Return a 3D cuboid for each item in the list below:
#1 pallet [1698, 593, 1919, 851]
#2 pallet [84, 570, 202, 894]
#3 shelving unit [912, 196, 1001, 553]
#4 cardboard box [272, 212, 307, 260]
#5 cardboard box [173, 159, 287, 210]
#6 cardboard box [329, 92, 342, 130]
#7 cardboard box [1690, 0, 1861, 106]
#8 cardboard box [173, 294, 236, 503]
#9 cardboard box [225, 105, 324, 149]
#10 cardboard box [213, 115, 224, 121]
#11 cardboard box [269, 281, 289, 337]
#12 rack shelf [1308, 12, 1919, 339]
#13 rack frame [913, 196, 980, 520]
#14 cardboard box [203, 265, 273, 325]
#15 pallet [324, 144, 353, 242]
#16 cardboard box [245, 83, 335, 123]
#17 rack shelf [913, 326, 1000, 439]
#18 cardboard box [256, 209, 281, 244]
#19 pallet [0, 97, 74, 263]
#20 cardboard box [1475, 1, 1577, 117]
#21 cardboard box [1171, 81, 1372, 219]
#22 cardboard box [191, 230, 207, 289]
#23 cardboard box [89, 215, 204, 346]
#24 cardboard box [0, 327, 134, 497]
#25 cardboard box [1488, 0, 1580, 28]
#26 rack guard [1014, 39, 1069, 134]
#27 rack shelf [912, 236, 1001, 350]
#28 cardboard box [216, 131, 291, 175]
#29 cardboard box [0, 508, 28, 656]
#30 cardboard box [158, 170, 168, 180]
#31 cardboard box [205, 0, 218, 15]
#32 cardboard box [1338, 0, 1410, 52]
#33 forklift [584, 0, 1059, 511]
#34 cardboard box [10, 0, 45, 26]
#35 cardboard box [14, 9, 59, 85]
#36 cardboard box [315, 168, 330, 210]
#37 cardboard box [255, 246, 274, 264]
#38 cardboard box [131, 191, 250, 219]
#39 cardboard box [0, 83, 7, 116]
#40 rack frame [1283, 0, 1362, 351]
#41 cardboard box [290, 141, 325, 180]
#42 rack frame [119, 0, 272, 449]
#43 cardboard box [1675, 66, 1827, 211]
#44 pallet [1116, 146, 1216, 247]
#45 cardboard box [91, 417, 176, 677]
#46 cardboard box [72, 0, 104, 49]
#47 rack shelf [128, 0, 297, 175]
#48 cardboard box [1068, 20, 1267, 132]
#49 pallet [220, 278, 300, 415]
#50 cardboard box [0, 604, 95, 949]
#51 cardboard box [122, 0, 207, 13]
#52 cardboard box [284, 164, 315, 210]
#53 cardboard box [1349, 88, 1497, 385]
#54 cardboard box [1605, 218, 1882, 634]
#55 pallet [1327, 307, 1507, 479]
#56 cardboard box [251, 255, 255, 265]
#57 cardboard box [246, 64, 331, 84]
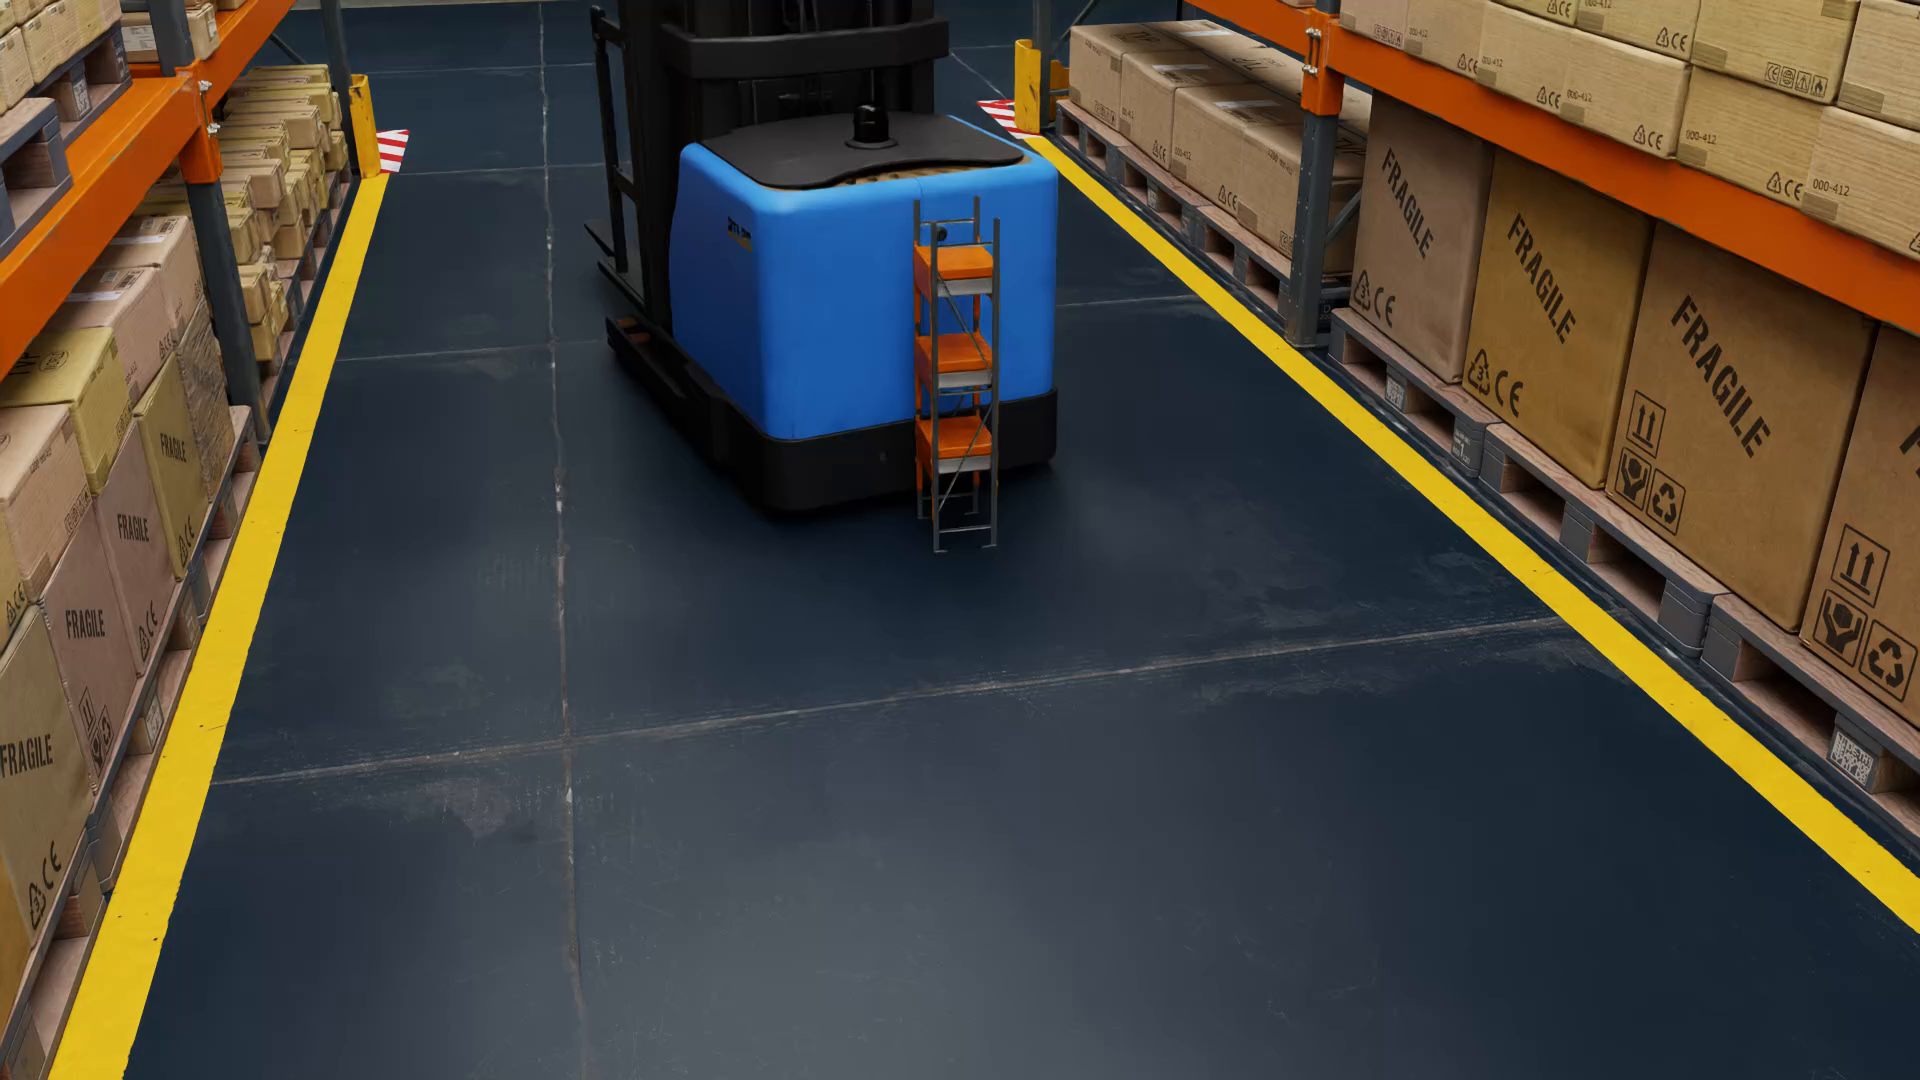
[{"bbox_3d":[2.638,0.457,4.110,1.003,0.211,1.213,-6,27,-12],"label":"pallet"},{"bbox_3d":[-2.504,0.480,4.064,1.003,0.211,1.213,-6,27,-12],"label":"pallet"},{"bbox_3d":[-0.012,-0.492,5.060,0.215,1.050,0.252,-6,27,-12],"label":"shelving unit"},{"bbox_3d":[-3.060,-1.316,7.225,0.380,0.149,0.250,-7,28,-13],"label":"cardboard box"},{"bbox_3d":[-3.003,-1.461,6.853,0.380,0.149,0.250,-5,27,-10],"label":"cardboard box"},{"bbox_3d":[-3.463,-2.244,8.734,0.380,0.149,0.250,-7,28,-13],"label":"cardboard box"},{"bbox_3d":[2.131,-1.224,3.958,0.500,0.250,0.500,-7,28,-13],"label":"cardboard box"},{"bbox_3d":[-2.547,-0.415,5.051,0.500,0.500,0.500,-6,27,-13],"label":"cardboard box"},{"bbox_3d":[-3.200,-1.923,7.769,0.380,0.149,0.250,-5,27,-10],"label":"cardboard box"},{"bbox_3d":[-3.992,-2.190,8.628,0.380,0.149,0.250,-5,27,-9],"label":"cardboard box"},{"bbox_3d":[-2.788,-0.867,6.336,0.380,0.149,0.250,-5,27,-10],"label":"cardboard box"},{"bbox_3d":[2.292,-0.991,4.682,1.077,0.370,4.000,-6,27,-12],"label":"rack shelf"},{"bbox_3d":[-0.040,-0.546,5.166,0.200,1.050,0.008,-6,27,-12],"label":"rack frame"},{"bbox_3d":[-2.729,-0.882,6.036,0.380,0.149,0.250,-5,27,-9],"label":"cardboard box"},{"bbox_3d":[-3.695,-1.760,8.503,1.003,0.211,1.213,-6,27,-12],"label":"pallet"},{"bbox_3d":[-3.311,-2.156,8.229,0.380,0.149,0.250,-7,28,-13],"label":"cardboard box"},{"bbox_3d":[-0.012,-0.483,5.065,0.215,0.259,0.240,-6,27,-12],"label":"rack shelf"},{"bbox_3d":[-3.060,-1.329,6.922,0.380,0.149,0.250,-5,27,-9],"label":"cardboard box"},{"bbox_3d":[-2.543,-0.666,3.454,1.003,0.211,1.213,-6,27,-12],"label":"pallet"},{"bbox_3d":[1.901,-1.449,4.959,0.500,0.250,0.500,-6,27,-12],"label":"cardboard box"},{"bbox_3d":[1.602,-1.913,8.089,0.875,0.438,0.875,-7,28,-13],"label":"cardboard box"},{"bbox_3d":[-2.835,-0.995,5.931,0.380,0.149,0.250,-5,27,-9],"label":"cardboard box"},{"bbox_3d":[-2.545,-0.748,4.879,0.500,0.250,0.500,-7,28,-13],"label":"cardboard box"},{"bbox_3d":[-2.309,-0.290,3.972,0.500,0.250,0.500,-7,28,-14],"label":"cardboard box"},{"bbox_3d":[1.898,-1.674,4.849,0.500,0.250,0.500,-6,27,-11],"label":"cardboard box"},{"bbox_3d":[0.934,-2.840,10.323,1.175,0.500,0.348,-6,27,-12],"label":"rack guard"},{"bbox_3d":[-0.012,-0.736,4.937,0.215,0.259,0.240,-6,27,-12],"label":"rack shelf"},{"bbox_3d":[-3.162,-1.684,7.295,0.380,0.149,0.250,-6,27,-11],"label":"cardboard box"},{"bbox_3d":[-2.091,0.157,3.086,0.500,0.250,0.500,-6,27,-12],"label":"cardboard box"},{"bbox_3d":[-3.608,-1.638,7.205,0.380,0.149,0.250,-6,27,-11],"label":"cardboard box"},{"bbox_3d":[-3.001,-2.026,6.213,0.380,0.149,0.250,-7,28,-14],"label":"cardboard box"},{"bbox_3d":[1.683,-1.903,5.858,0.500,0.250,0.500,-7,28,-13],"label":"cardboard box"},{"bbox_3d":[-0.769,-2.036,6.031,1.130,2.935,3.031,-12,29,-23],"label":"forklift"},{"bbox_3d":[-2.497,-1.352,4.082,0.380,0.149,0.250,-7,28,-13],"label":"cardboard box"},{"bbox_3d":[-2.507,-1.230,4.171,0.380,0.149,0.250,-7,28,-14],"label":"cardboard box"},{"bbox_3d":[-3.219,-1.664,7.915,0.380,0.149,0.250,-7,28,-14],"label":"cardboard box"},{"bbox_3d":[-3.000,-1.077,6.753,0.380,0.149,0.250,-7,28,-13],"label":"cardboard box"},{"bbox_3d":[-2.944,-1.228,6.392,0.380,0.149,0.250,-6,27,-12],"label":"cardboard box"},{"bbox_3d":[-2.380,-0.992,3.700,0.380,0.149,0.250,-5,27,-9],"label":"cardboard box"},{"bbox_3d":[1.841,-2.190,6.260,1.000,3.000,0.127,-6,27,-12],"label":"rack frame"},{"bbox_3d":[-3.215,-1.790,7.835,0.380,0.149,0.250,-6,27,-11],"label":"cardboard box"},{"bbox_3d":[-2.959,-1.643,5.176,1.000,3.000,0.127,-6,27,-12],"label":"rack frame"},{"bbox_3d":[2.147,-1.008,4.084,0.500,0.250,0.500,-6,27,-12],"label":"cardboard box"},{"bbox_3d":[1.467,-1.823,8.628,1.003,0.211,1.213,-6,27,-12],"label":"pallet"},{"bbox_3d":[-2.320,0.036,4.158,0.500,0.500,0.500,-7,28,-13],"label":"cardboard box"},{"bbox_3d":[-2.617,-1.450,4.606,0.380,0.149,0.250,-6,27,-11],"label":"cardboard box"},{"bbox_3d":[-3.410,-2.200,7.078,1.077,0.370,4.000,-6,27,-12],"label":"rack shelf"},{"bbox_3d":[1.186,-2.710,9.668,0.875,0.438,0.875,-7,28,-13],"label":"cardboard box"},{"bbox_3d":[-3.145,-0.689,6.381,1.003,0.211,1.213,-6,27,-12],"label":"pallet"},{"bbox_3d":[-2.085,0.485,3.269,0.500,0.500,0.500,-6,27,-11],"label":"cardboard box"},{"bbox_3d":[-2.825,-2.063,5.568,0.500,0.500,0.500,-6,27,-13],"label":"cardboard box"},{"bbox_3d":[-3.086,-1.557,7.374,0.380,0.149,0.250,-6,27,-11],"label":"cardboard box"},{"bbox_3d":[2.059,-1.165,6.121,0.875,0.875,0.875,-5,27,-10],"label":"cardboard box"},{"bbox_3d":[2.471,-0.376,4.559,0.875,0.875,0.875,-6,27,-11],"label":"cardboard box"},{"bbox_3d":[2.088,-0.614,6.232,1.003,0.211,1.213,-6,27,-12],"label":"pallet"},{"bbox_3d":[-2.963,-1.087,6.443,0.380,0.149,0.250,-6,27,-12],"label":"cardboard box"},{"bbox_3d":[-3.494,-2.373,8.659,0.380,0.149,0.250,-6,27,-11],"label":"cardboard box"}]
